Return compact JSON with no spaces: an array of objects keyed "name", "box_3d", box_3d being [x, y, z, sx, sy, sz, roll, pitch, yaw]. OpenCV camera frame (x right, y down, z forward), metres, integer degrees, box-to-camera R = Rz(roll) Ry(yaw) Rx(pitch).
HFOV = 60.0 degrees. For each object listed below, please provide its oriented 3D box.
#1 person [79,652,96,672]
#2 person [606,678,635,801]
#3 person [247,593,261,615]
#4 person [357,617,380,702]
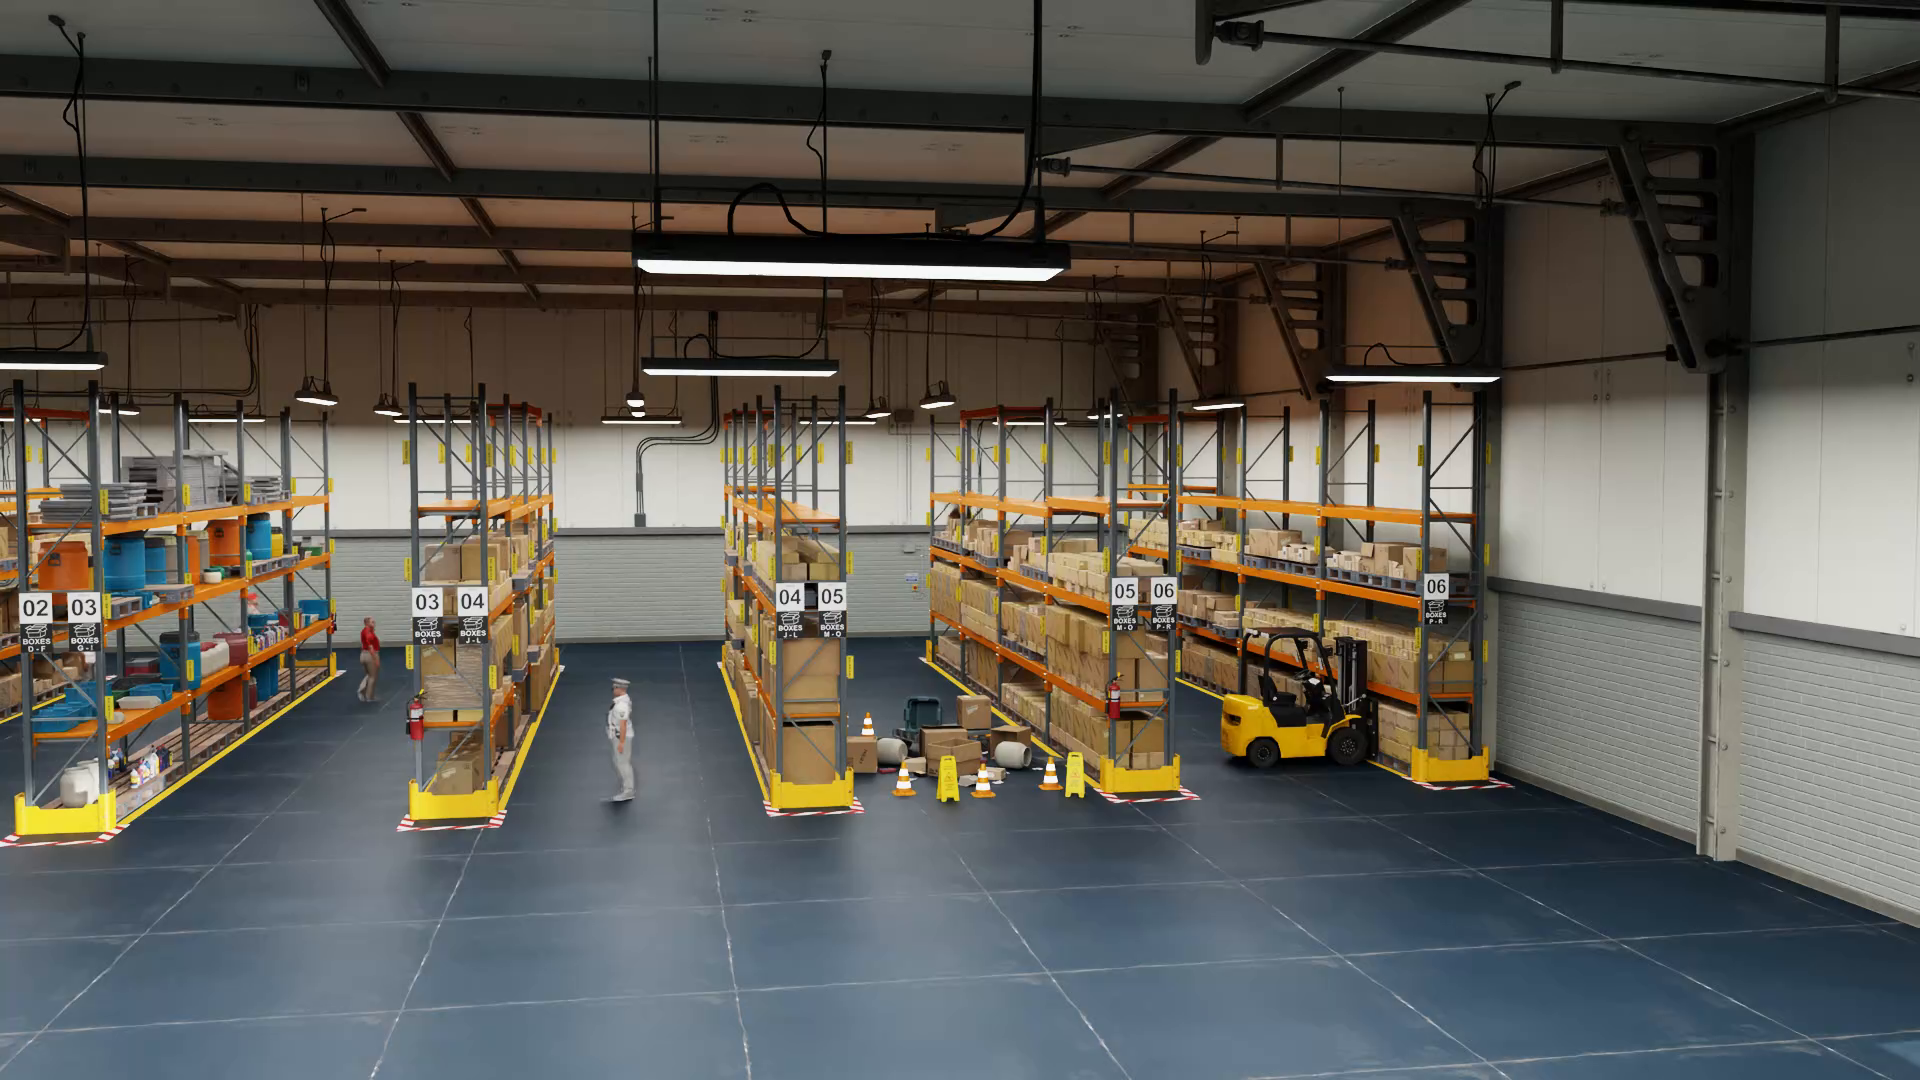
[{"name":"person","box_3d":[-17.334,2.500,33.269,0.659,1.629,0.562,1,3,20]},{"name":"person","box_3d":[-4.950,2.906,24.209,0.403,1.805,0.483,-1,3,-15]},{"name":"person","box_3d":[-16.665,2.099,39.028,0.541,1.702,0.587,-1,3,-12]},{"name":"person","box_3d":[-11.977,2.428,33.702,0.547,1.735,0.412,2,4,35]}]
